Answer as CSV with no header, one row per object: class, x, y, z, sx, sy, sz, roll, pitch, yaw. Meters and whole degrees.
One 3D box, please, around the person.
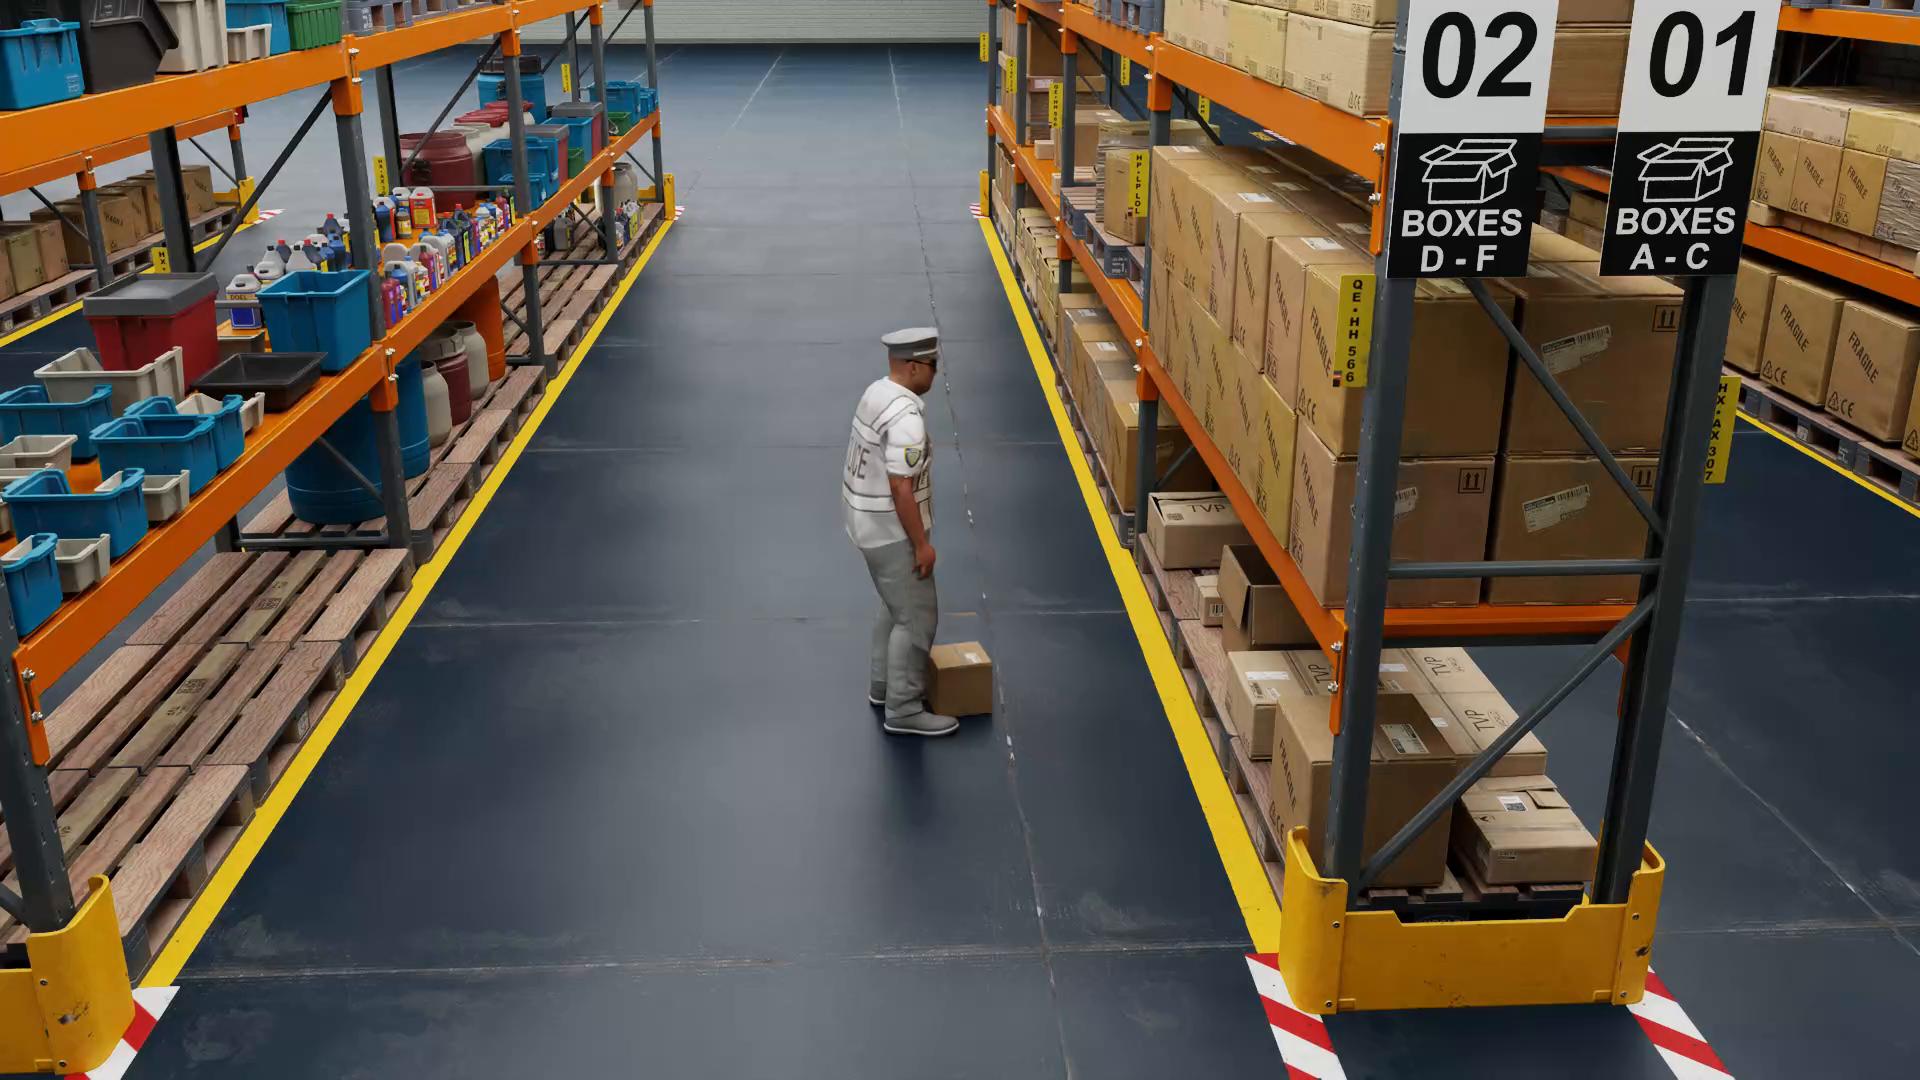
person,-0.275,-0.044,7.183,0.434,1.748,0.580,-5,21,-14
